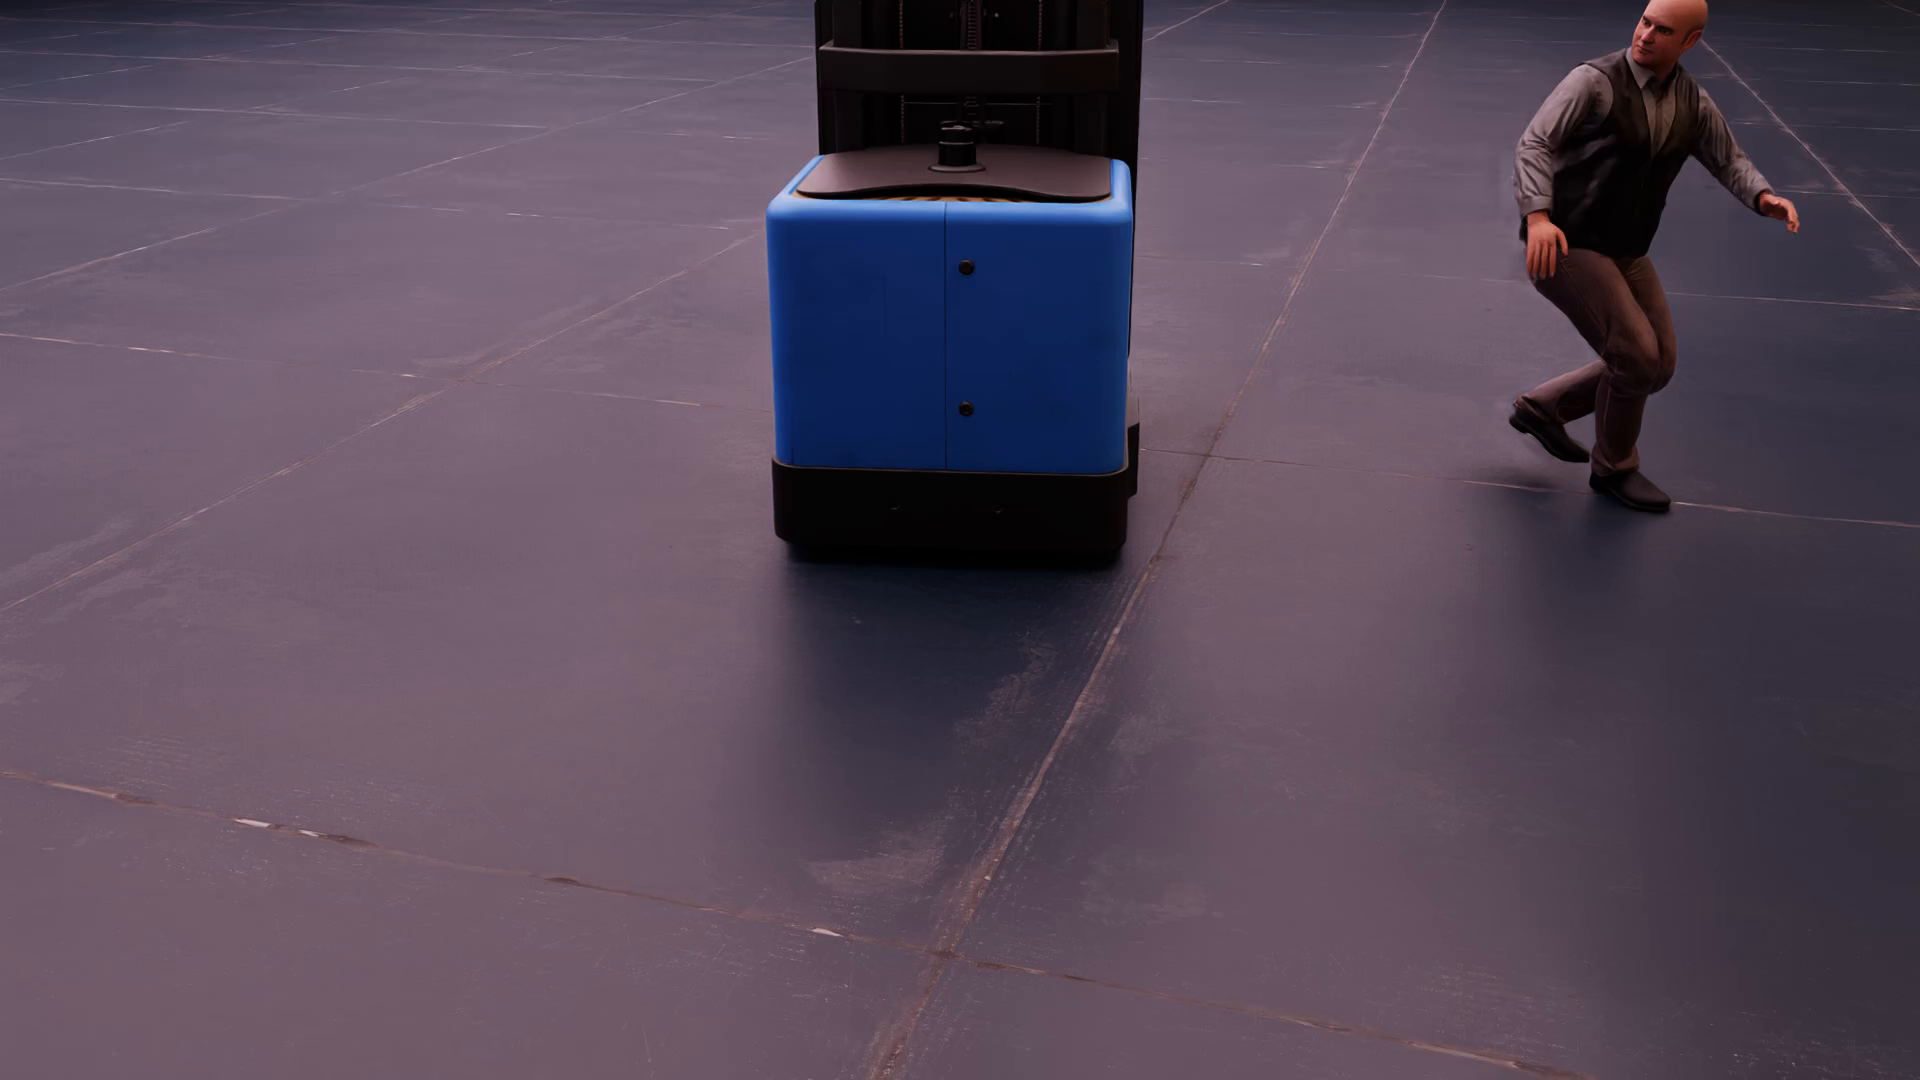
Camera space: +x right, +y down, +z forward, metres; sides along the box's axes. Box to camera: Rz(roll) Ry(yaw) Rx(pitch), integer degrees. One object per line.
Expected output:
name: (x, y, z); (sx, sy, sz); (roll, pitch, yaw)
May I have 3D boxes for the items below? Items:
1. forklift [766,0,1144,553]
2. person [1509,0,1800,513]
forklift: (0.083, -1.839, 5.734); (1.130, 2.935, 3.031); (2, 23, 4)
person: (2.093, -0.884, 5.173); (0.849, 1.599, 0.805); (-14, 26, -31)
